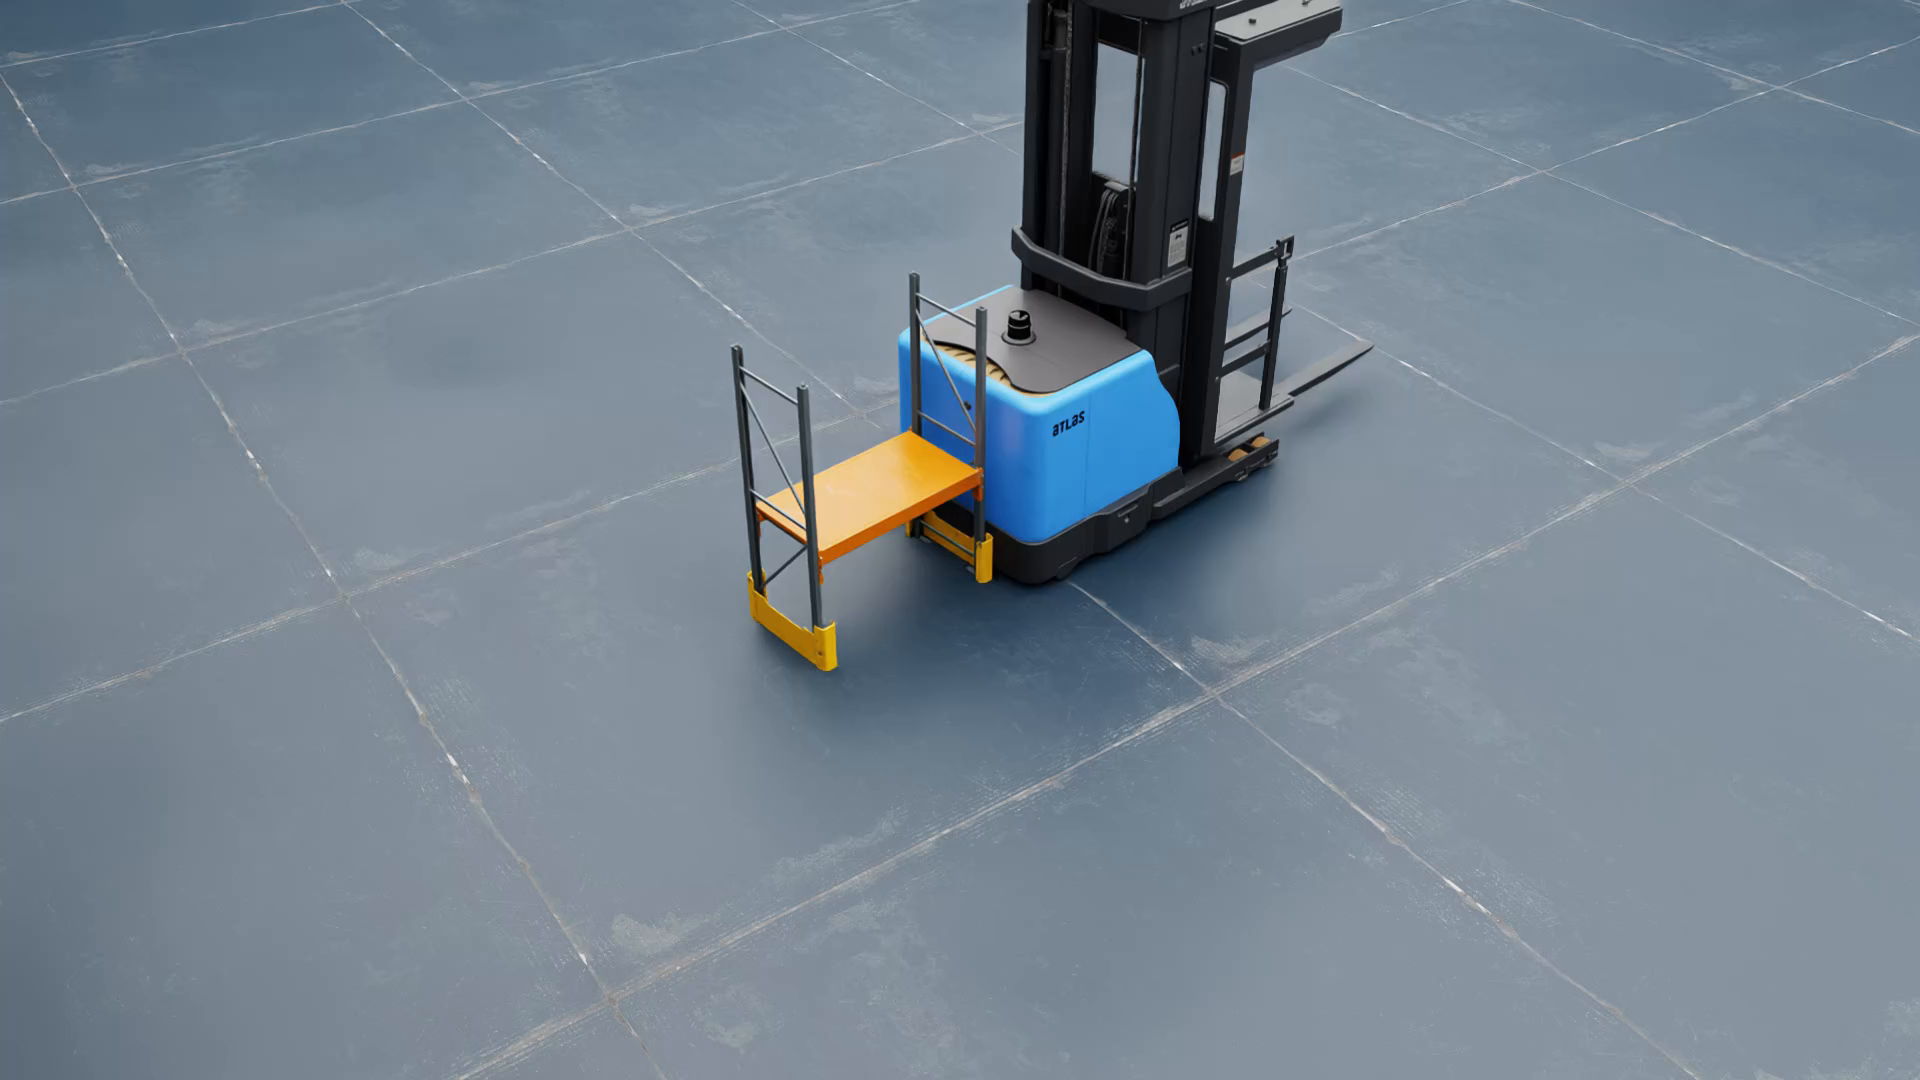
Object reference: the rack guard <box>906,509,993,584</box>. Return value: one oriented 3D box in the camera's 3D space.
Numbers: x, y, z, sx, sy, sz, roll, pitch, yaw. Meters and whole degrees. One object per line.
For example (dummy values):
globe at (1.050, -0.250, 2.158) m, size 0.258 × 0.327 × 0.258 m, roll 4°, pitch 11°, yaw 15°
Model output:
rack guard at (-0.060, -0.020, 8.377) m, size 0.087 × 0.250 × 0.587 m, roll -28°, pitch 44°, yaw -33°

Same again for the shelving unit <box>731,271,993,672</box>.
shelving unit at (-0.426, -0.331, 7.738) m, size 1.083 × 1.500 × 0.587 m, roll -28°, pitch 44°, yaw -33°

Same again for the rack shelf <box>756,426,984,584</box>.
rack shelf at (-0.433, -0.181, 7.839) m, size 1.000 × 0.185 × 0.538 m, roll -28°, pitch 44°, yaw -33°

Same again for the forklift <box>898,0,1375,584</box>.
forklift at (1.106, -1.713, 8.435) m, size 3.031 × 2.935 × 1.130 m, roll -28°, pitch 44°, yaw -33°

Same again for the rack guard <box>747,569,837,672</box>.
rack guard at (-0.793, 0.374, 7.830) m, size 0.087 × 0.250 × 0.587 m, roll -28°, pitch 44°, yaw -33°

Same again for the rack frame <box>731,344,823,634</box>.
rack frame at (-0.807, -0.126, 7.454) m, size 0.032 × 1.500 × 0.500 m, roll -28°, pitch 44°, yaw -33°

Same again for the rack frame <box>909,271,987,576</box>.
rack frame at (-0.059, -0.528, 8.013) m, size 0.032 × 1.500 × 0.500 m, roll -28°, pitch 44°, yaw -33°
